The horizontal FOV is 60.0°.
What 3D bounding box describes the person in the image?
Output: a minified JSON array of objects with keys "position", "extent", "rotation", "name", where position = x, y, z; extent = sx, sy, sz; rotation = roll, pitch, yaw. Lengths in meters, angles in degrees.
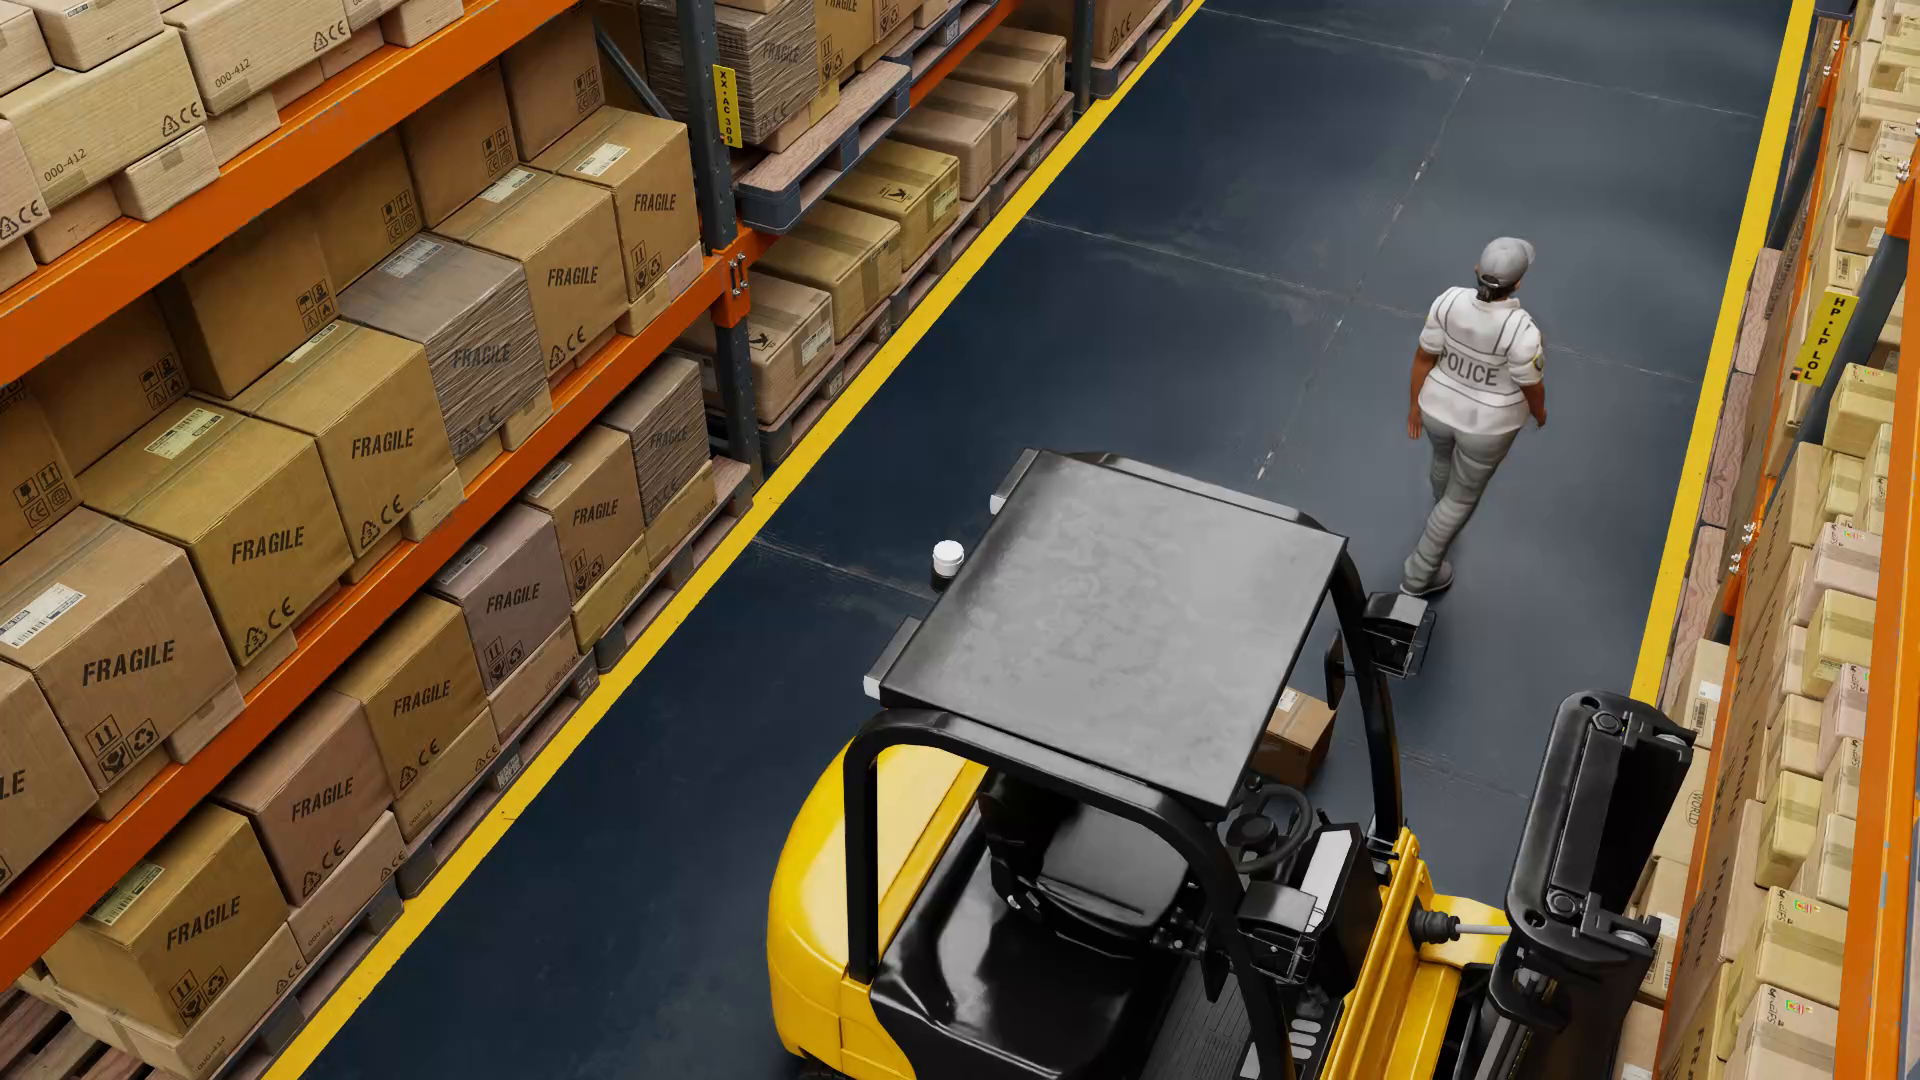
[{"position":[2.155,-0.564,6.765],"extent":[0.834,1.633,0.490],"rotation":[-30,50,-29],"name":"person"}]
